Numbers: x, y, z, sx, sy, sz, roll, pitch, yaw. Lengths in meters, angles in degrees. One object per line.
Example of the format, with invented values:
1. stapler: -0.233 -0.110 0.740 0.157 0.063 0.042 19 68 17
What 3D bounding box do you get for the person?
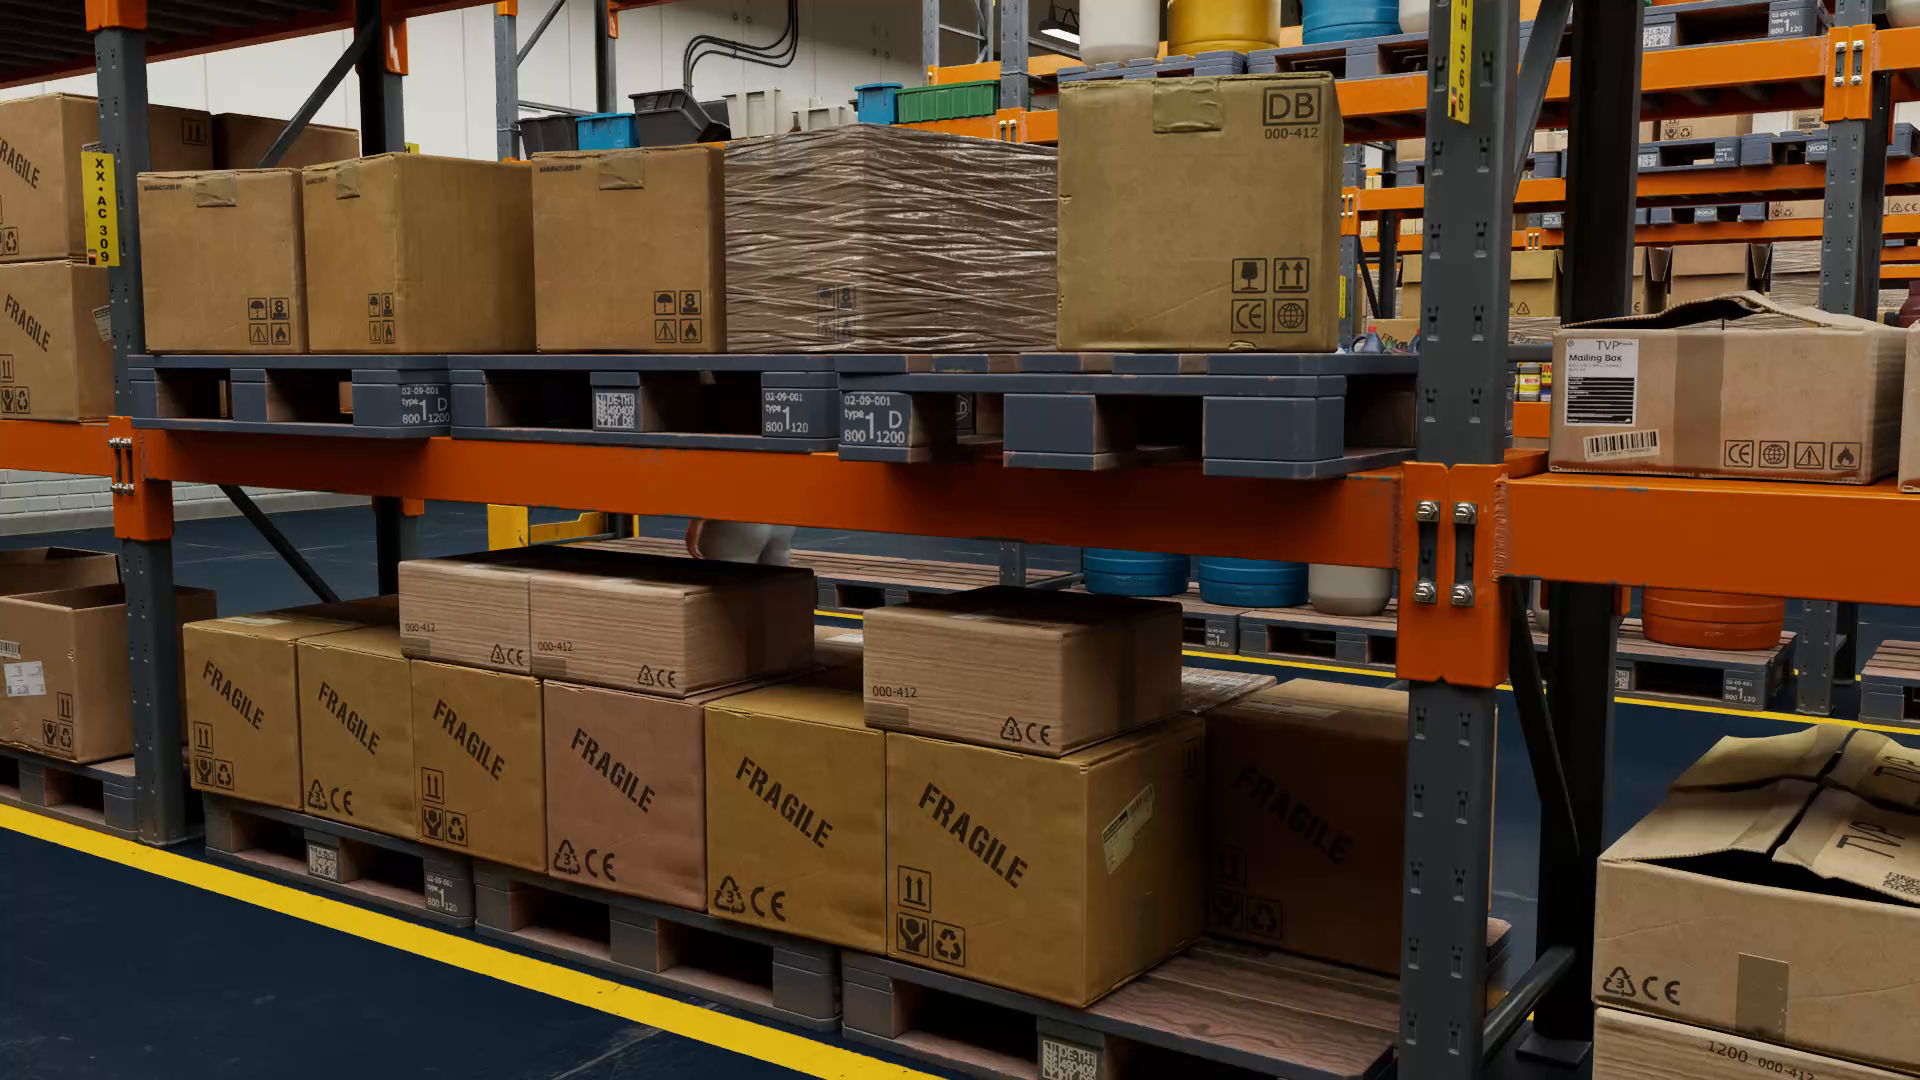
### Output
1. person: -0.861 -0.098 6.636 0.435 1.748 0.606 4 7 30
